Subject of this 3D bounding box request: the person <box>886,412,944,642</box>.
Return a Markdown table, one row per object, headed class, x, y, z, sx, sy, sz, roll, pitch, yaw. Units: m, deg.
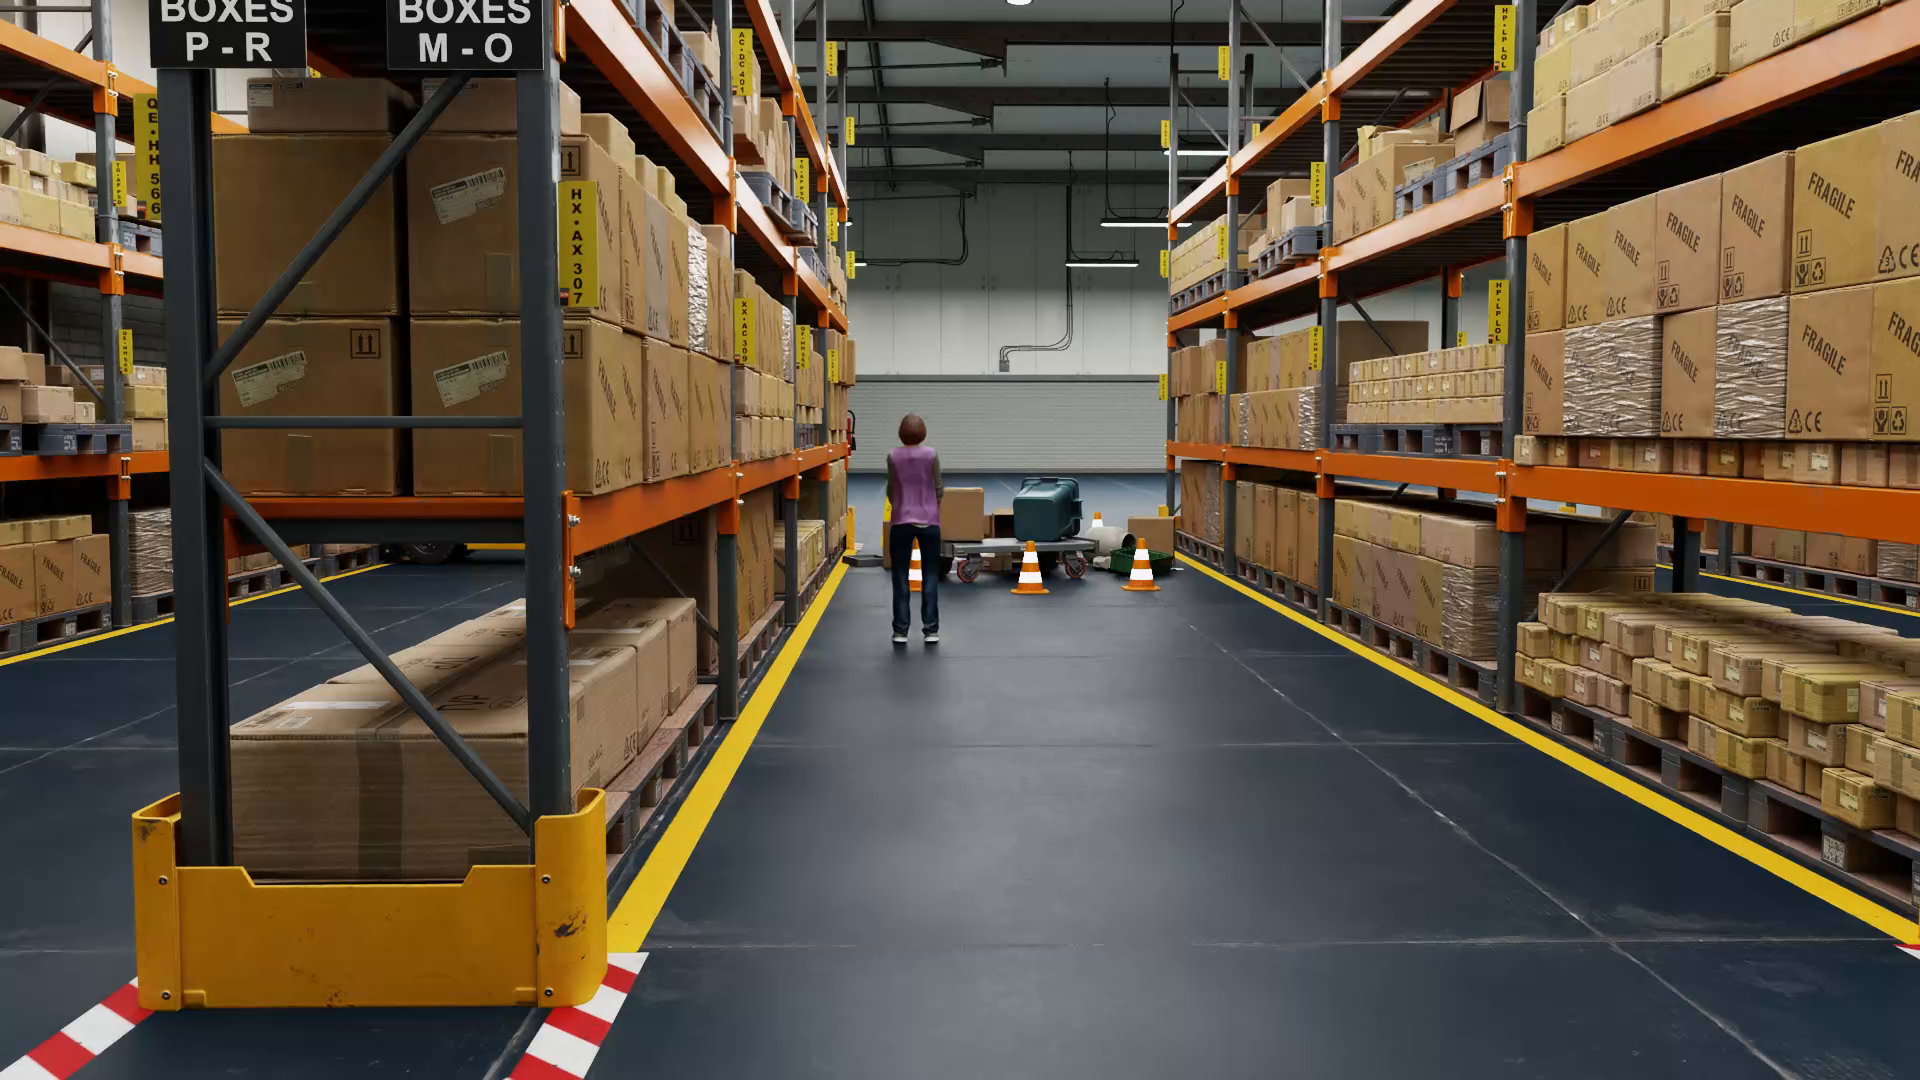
| class | x | y | z | sx | sy | sz | roll | pitch | yaw |
| --- | --- | --- | --- | --- | --- | --- | --- | --- | --- |
| person | -0.311 | -0.089 | 11.560 | 0.404 | 1.591 | 0.496 | 0 | 4 | 0 |
